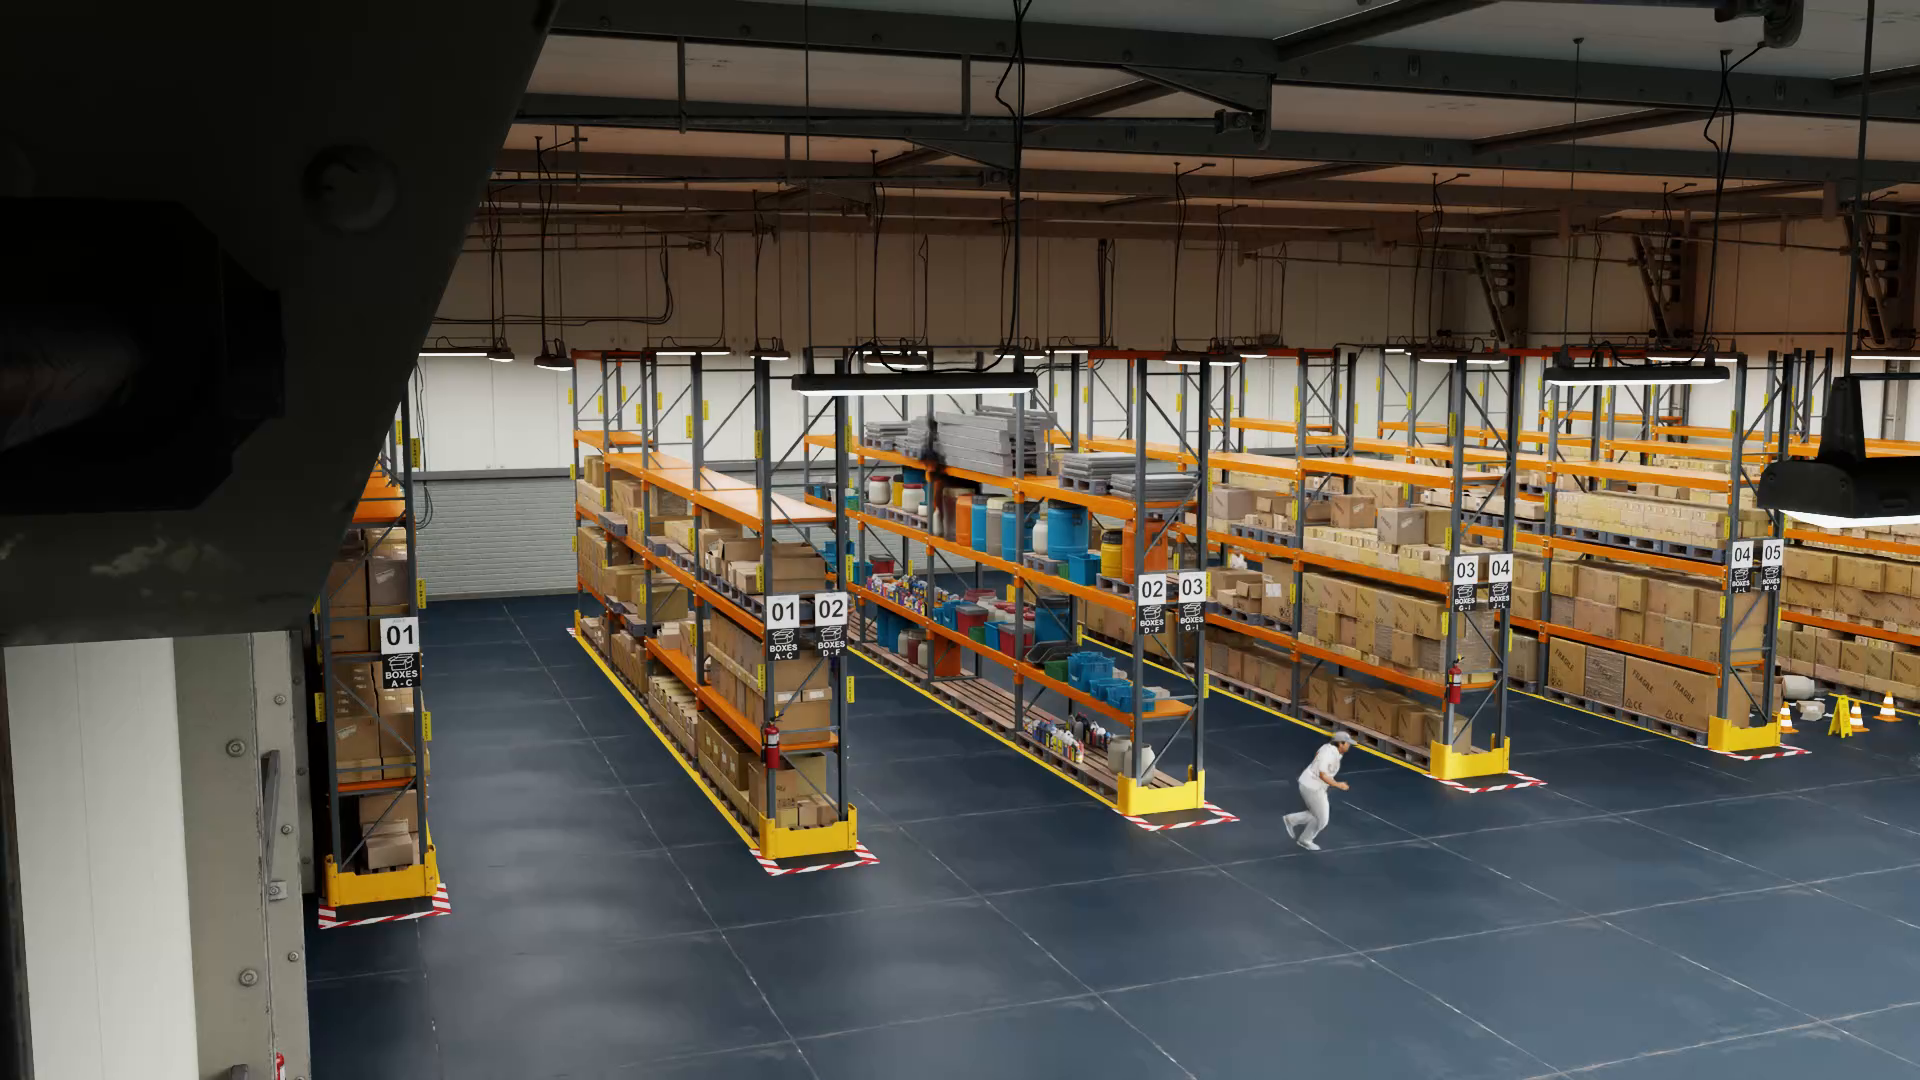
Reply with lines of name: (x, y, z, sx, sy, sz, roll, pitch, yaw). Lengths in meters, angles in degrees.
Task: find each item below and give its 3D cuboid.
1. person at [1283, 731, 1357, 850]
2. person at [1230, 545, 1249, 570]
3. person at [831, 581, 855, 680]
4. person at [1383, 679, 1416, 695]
person: (4.419, 3.070, 20.465, 0.867, 1.517, 0.615, 2, 7, 17)
person: (6.006, 0.958, 36.150, 0.624, 1.840, 0.762, -3, 8, -25)
person: (-2.170, 1.577, 29.573, 0.582, 1.723, 0.735, -3, 8, -24)
person: (7.782, 1.809, 29.456, 0.678, 1.867, 0.849, -4, 8, -31)
